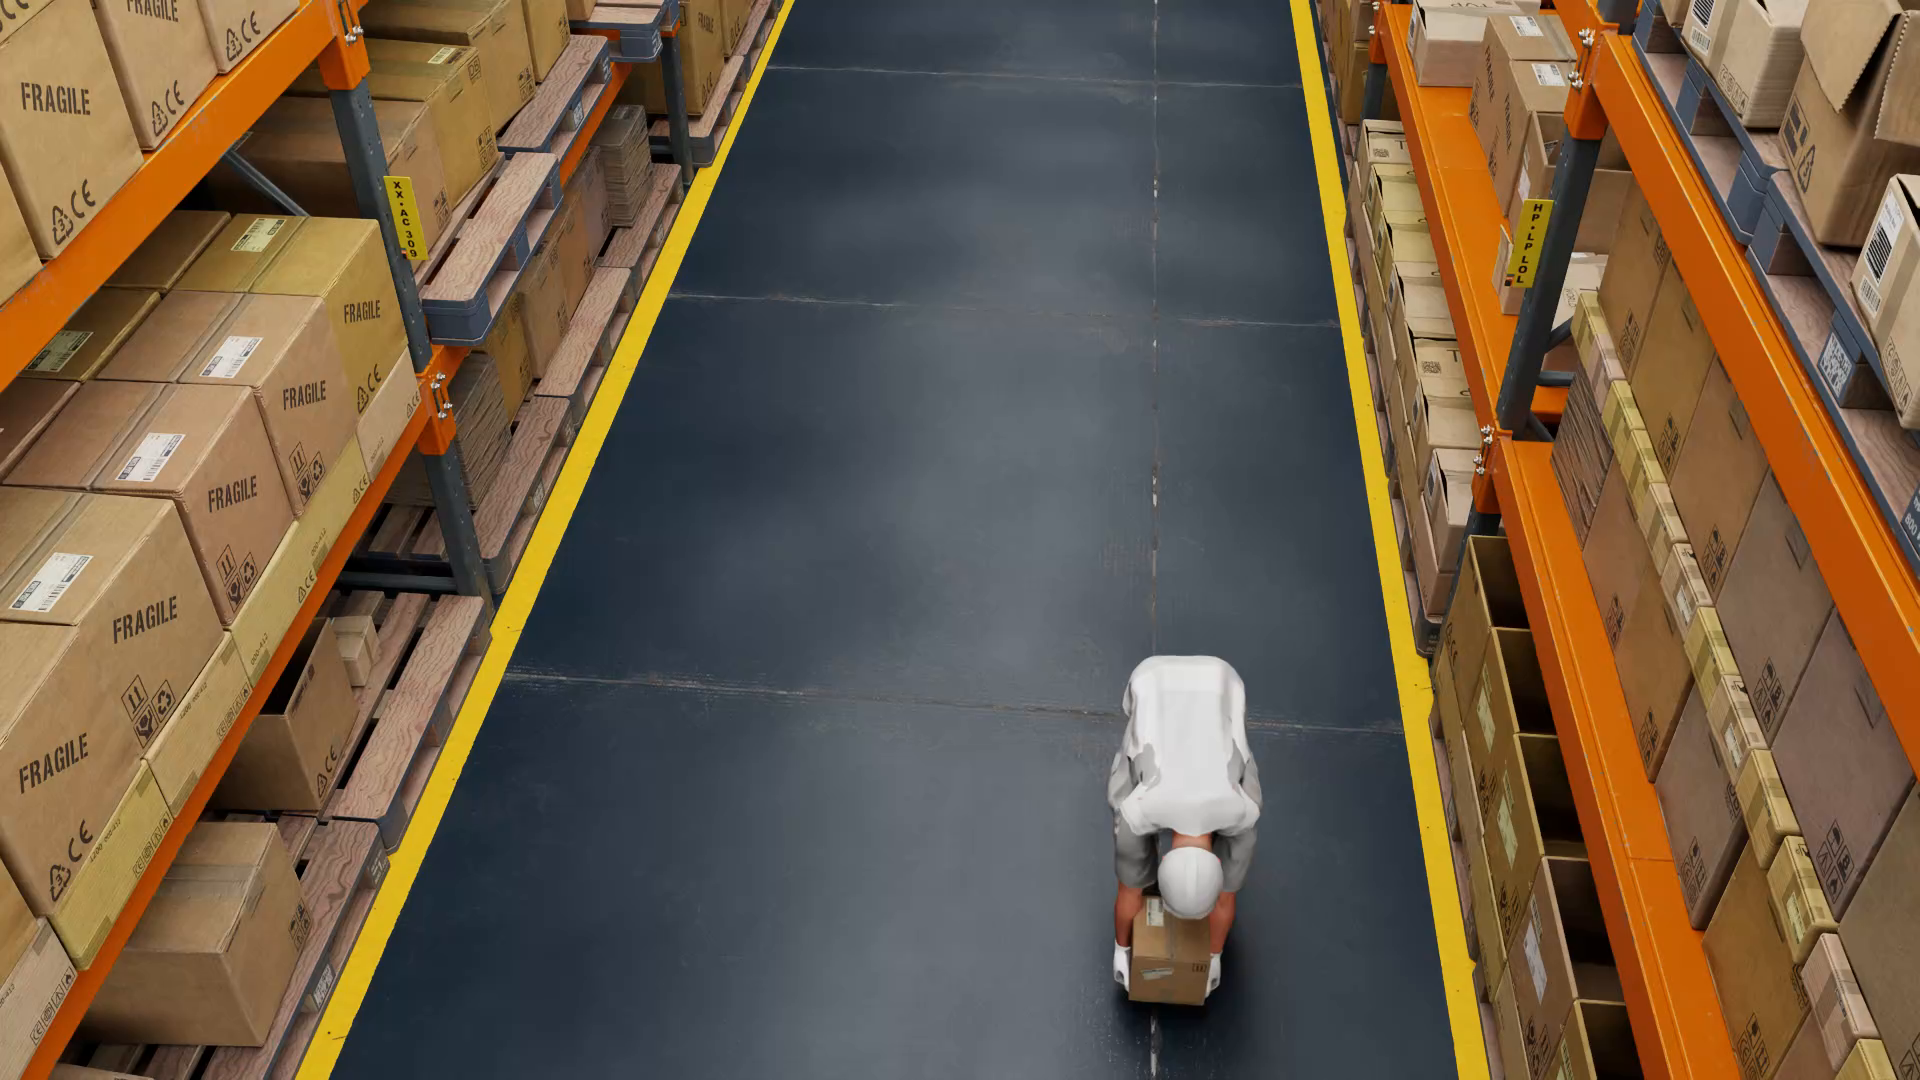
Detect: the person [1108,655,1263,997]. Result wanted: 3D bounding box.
[{"bbox_3d":[0.753,0.987,5.553,0.523,1.009,0.953,1,40,2],"label":"person"}]
